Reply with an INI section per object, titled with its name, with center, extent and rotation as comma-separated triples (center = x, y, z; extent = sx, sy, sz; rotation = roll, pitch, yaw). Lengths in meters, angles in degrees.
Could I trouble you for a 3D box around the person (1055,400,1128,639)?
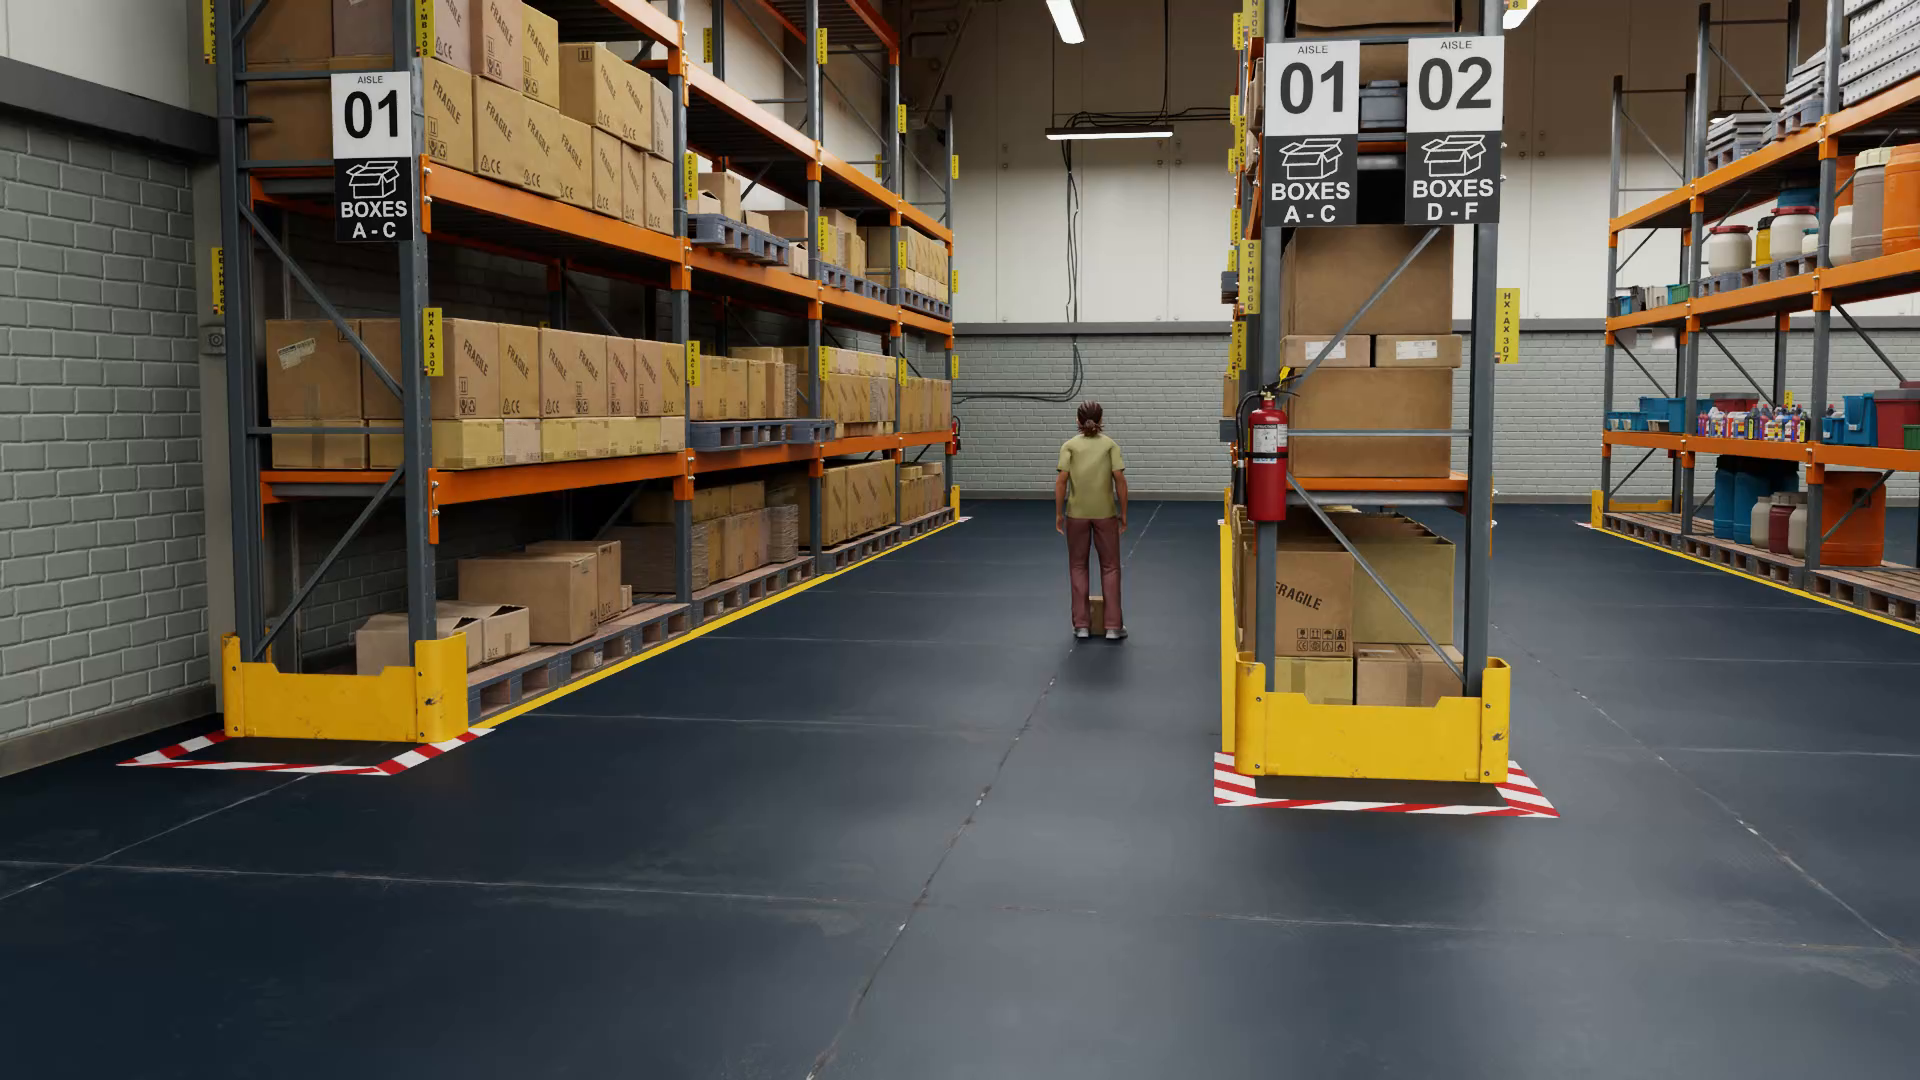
[person]
center = 0.930, -0.148, 11.724
extent = 0.516, 1.673, 0.407
rotation = 1, 5, 6
